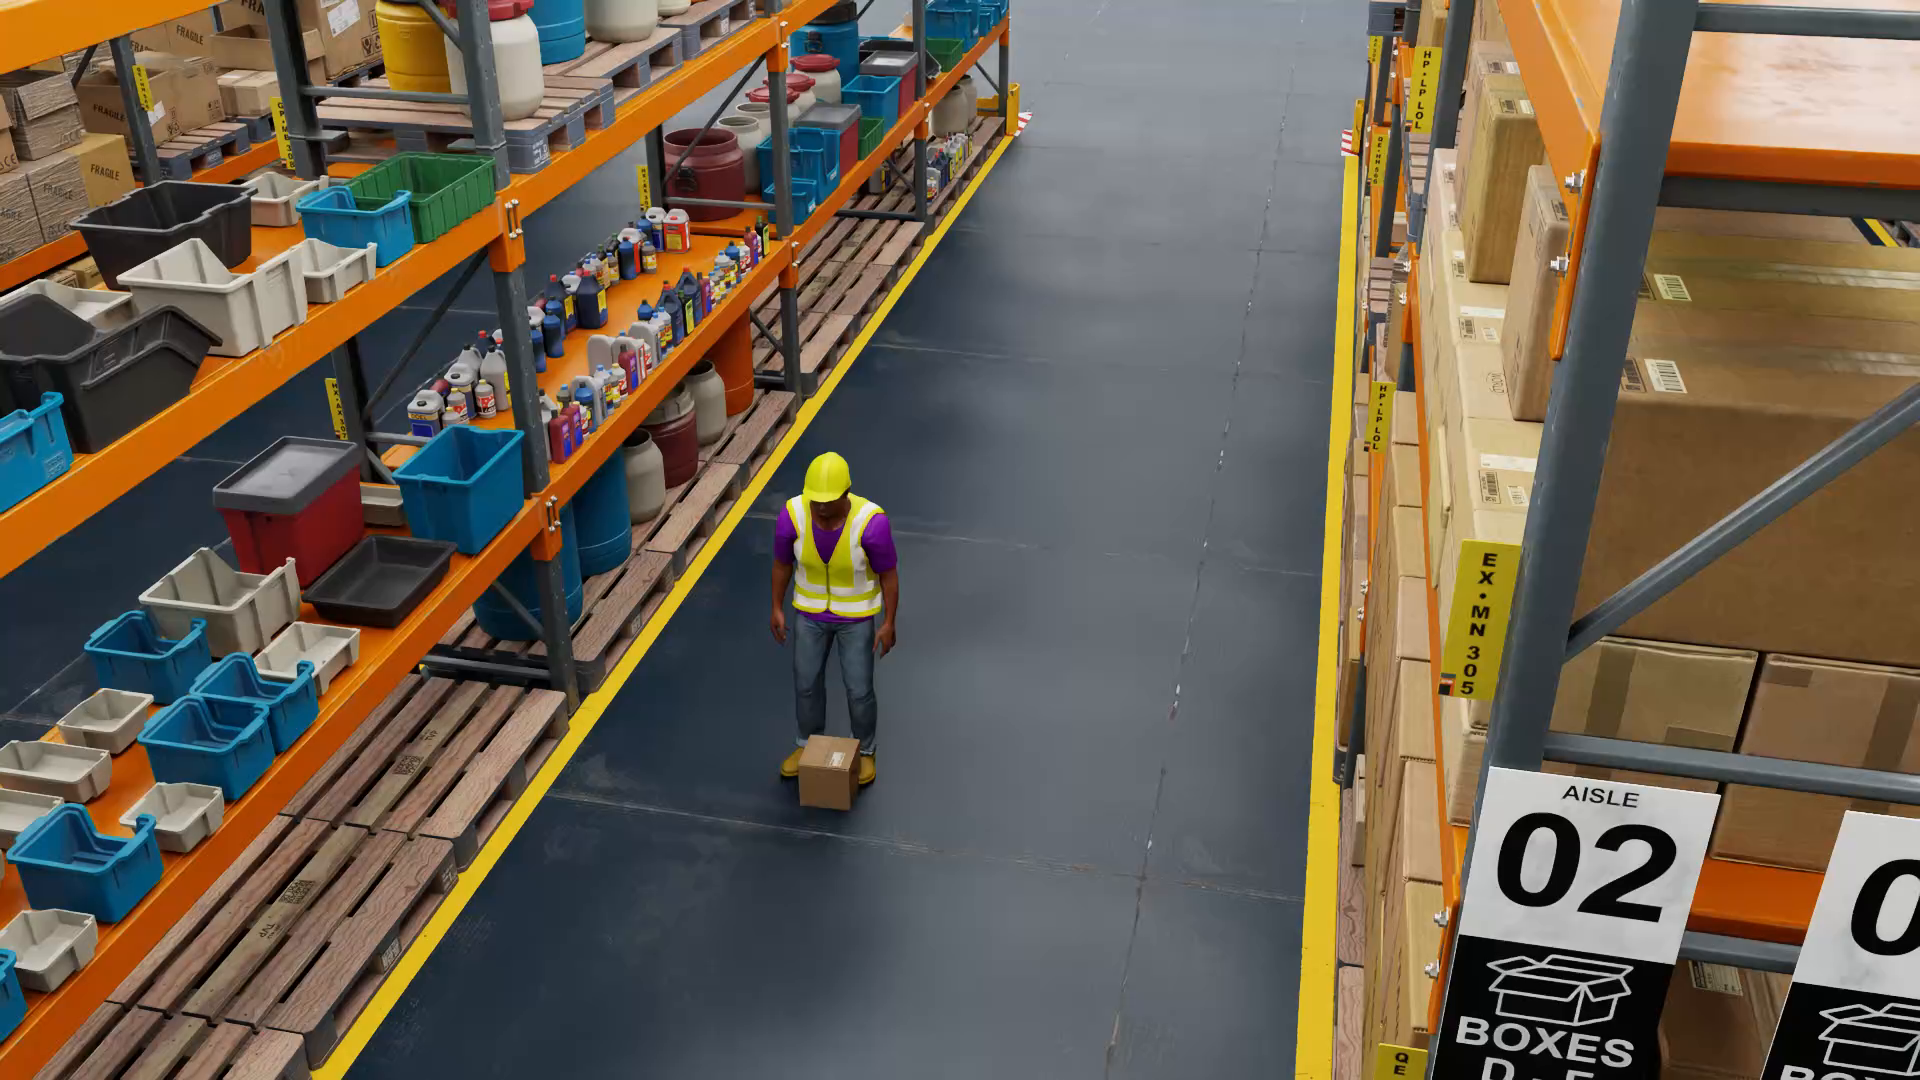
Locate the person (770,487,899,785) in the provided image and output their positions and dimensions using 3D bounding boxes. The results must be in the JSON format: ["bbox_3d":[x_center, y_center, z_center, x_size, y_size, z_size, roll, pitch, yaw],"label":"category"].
[{"bbox_3d":[-12.364,-2.451,5.535,23.262,9.002,7.034,6,29,11],"label":"person"}]
